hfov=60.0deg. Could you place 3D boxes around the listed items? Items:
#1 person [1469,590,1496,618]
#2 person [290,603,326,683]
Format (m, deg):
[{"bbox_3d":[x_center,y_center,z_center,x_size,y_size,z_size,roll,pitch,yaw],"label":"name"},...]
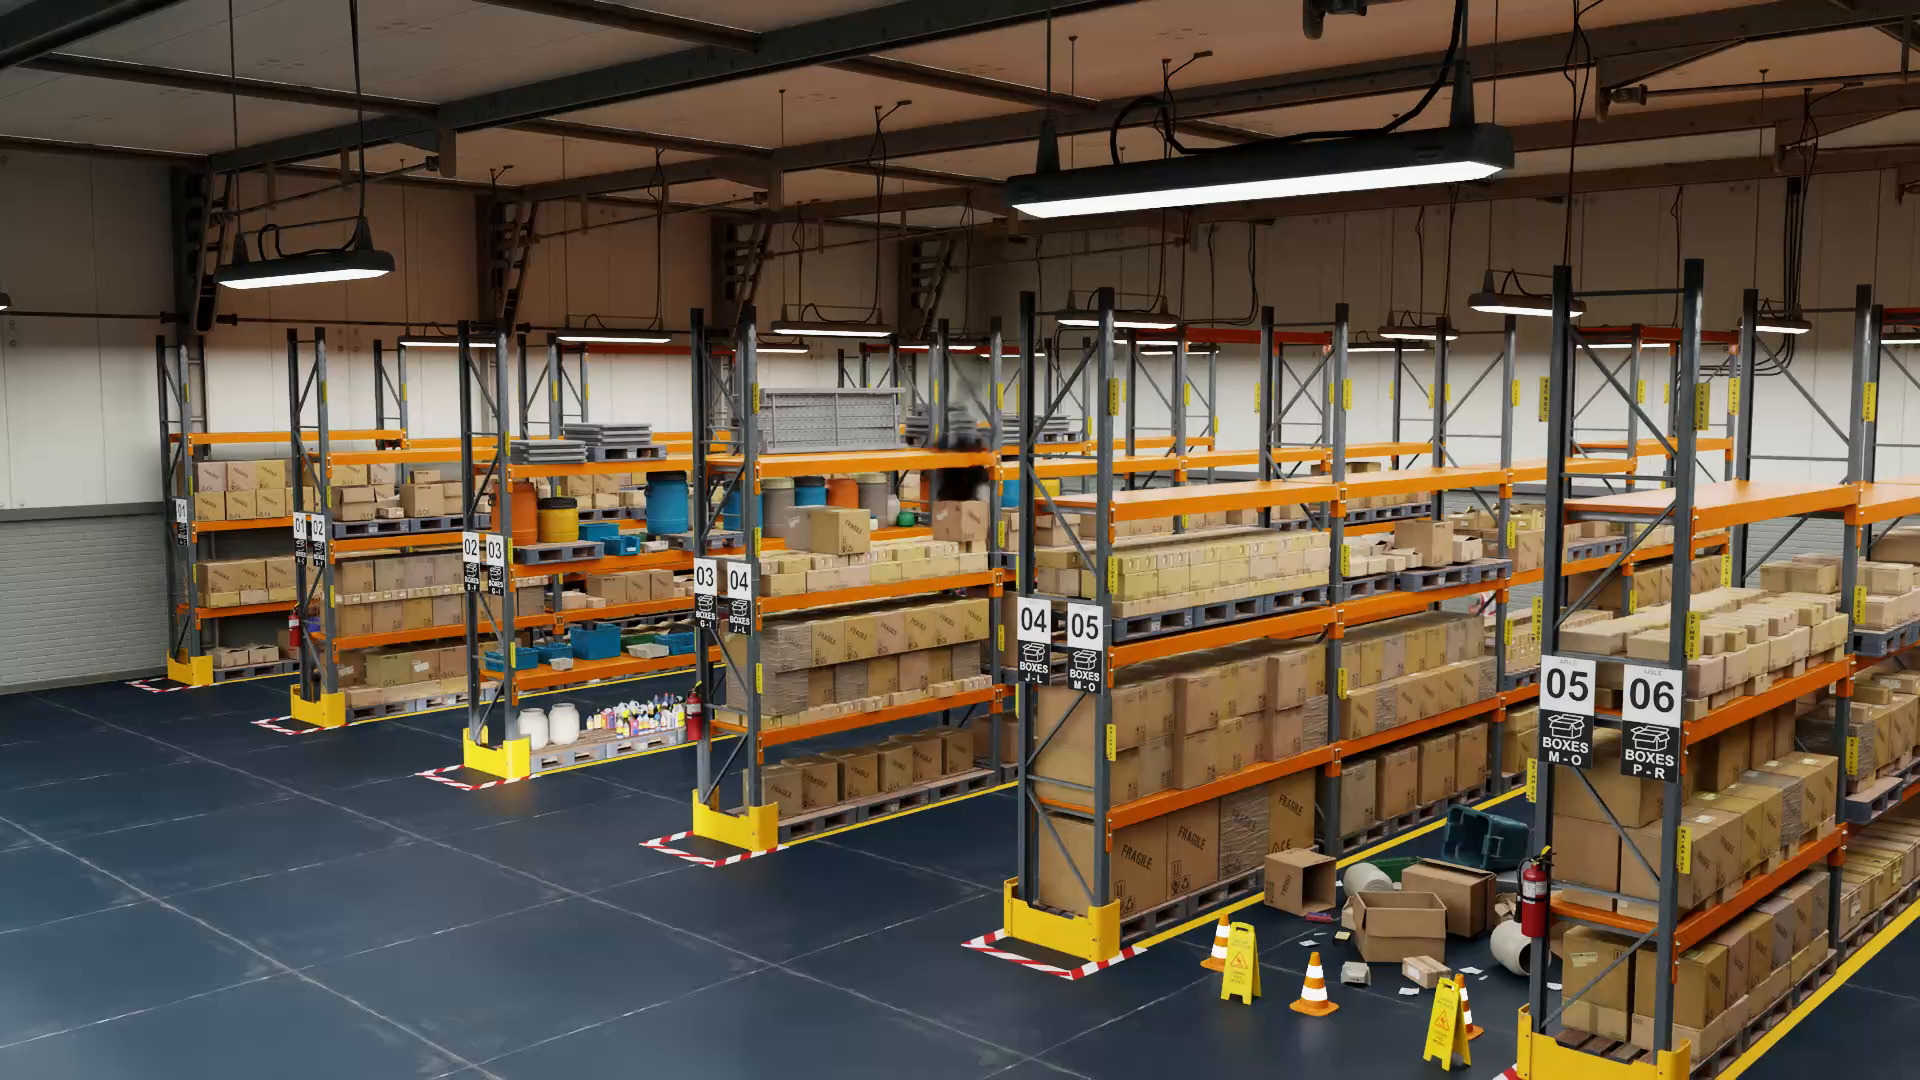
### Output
[{"bbox_3d":[9.500,1.488,30.034,0.676,1.755,0.689,-1,6,-14],"label":"person"},{"bbox_3d":[-10.463,1.834,26.901,0.578,1.636,0.782,2,6,24],"label":"person"}]
